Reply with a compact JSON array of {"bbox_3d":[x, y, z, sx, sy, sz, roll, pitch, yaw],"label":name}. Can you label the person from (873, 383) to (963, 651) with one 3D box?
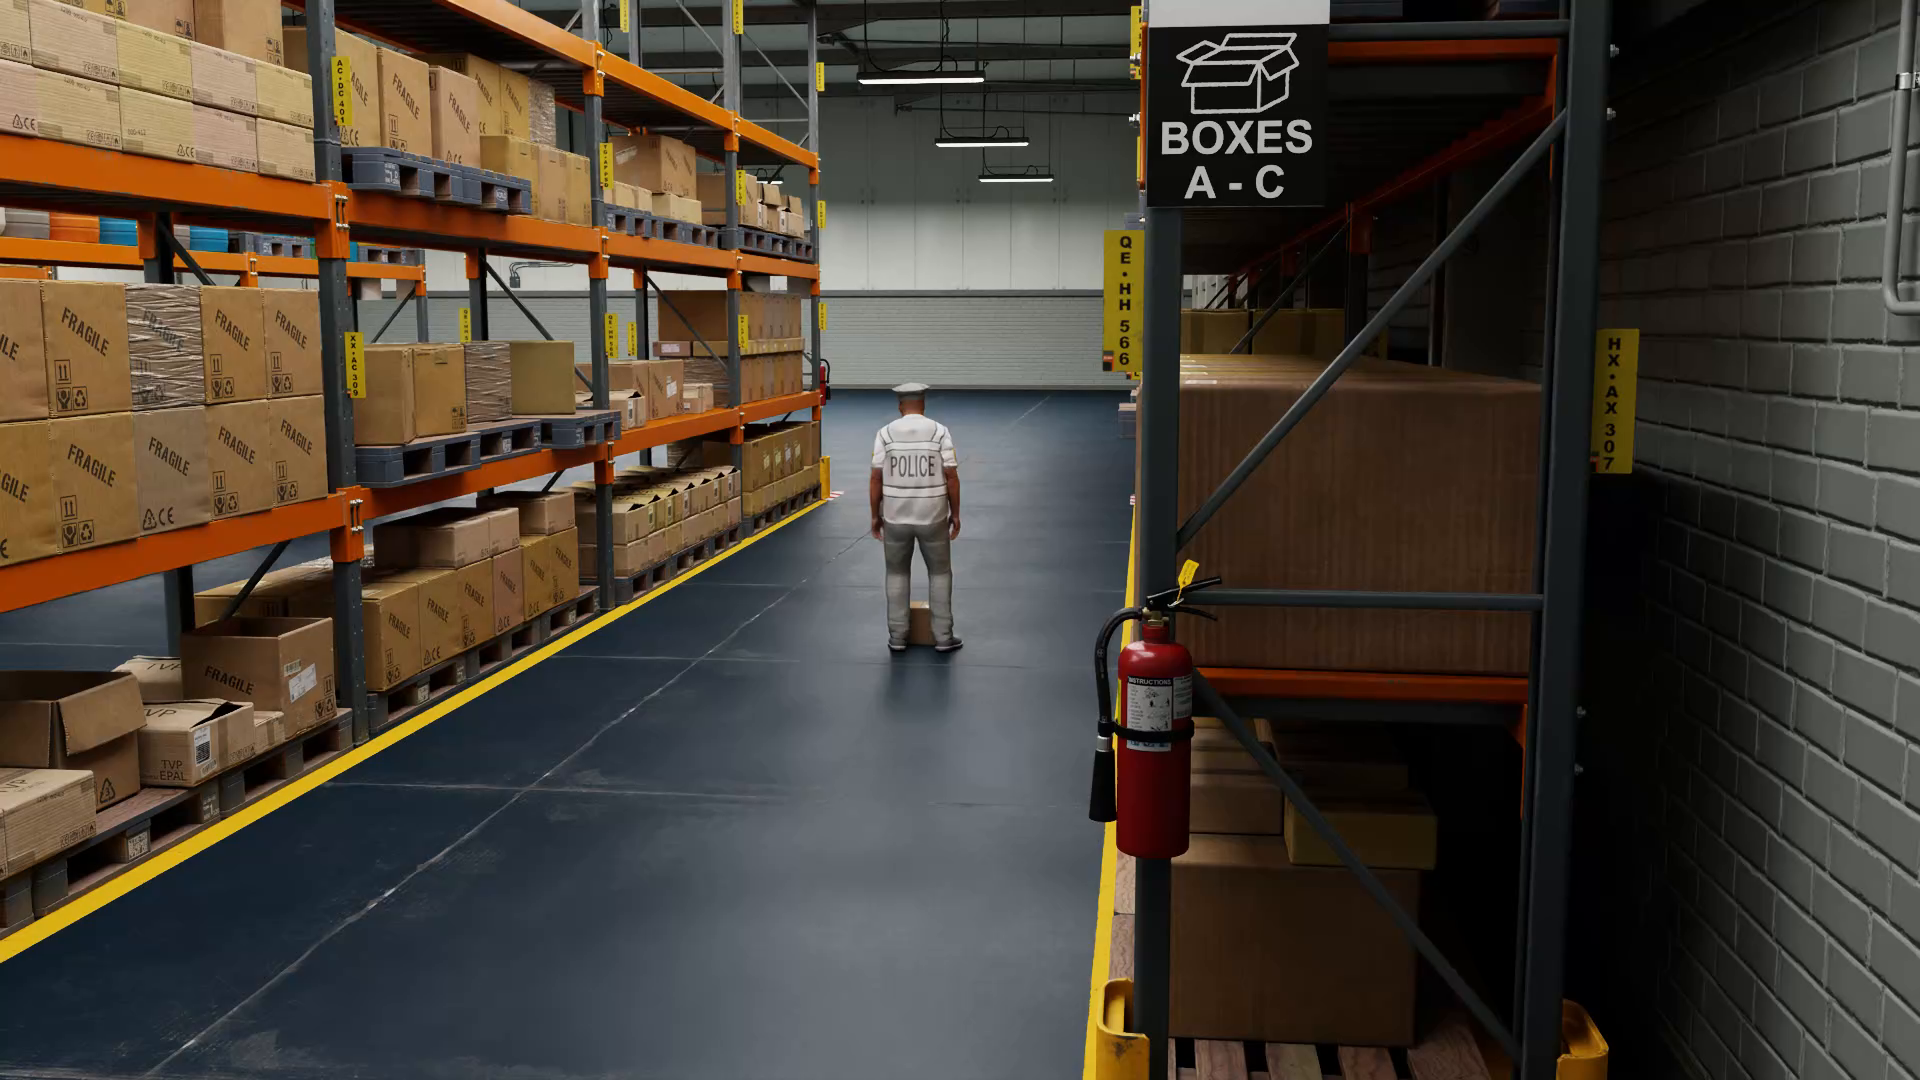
[{"bbox_3d":[-0.277,-0.146,10.867,0.585,1.747,0.439,1,8,6],"label":"person"}]
